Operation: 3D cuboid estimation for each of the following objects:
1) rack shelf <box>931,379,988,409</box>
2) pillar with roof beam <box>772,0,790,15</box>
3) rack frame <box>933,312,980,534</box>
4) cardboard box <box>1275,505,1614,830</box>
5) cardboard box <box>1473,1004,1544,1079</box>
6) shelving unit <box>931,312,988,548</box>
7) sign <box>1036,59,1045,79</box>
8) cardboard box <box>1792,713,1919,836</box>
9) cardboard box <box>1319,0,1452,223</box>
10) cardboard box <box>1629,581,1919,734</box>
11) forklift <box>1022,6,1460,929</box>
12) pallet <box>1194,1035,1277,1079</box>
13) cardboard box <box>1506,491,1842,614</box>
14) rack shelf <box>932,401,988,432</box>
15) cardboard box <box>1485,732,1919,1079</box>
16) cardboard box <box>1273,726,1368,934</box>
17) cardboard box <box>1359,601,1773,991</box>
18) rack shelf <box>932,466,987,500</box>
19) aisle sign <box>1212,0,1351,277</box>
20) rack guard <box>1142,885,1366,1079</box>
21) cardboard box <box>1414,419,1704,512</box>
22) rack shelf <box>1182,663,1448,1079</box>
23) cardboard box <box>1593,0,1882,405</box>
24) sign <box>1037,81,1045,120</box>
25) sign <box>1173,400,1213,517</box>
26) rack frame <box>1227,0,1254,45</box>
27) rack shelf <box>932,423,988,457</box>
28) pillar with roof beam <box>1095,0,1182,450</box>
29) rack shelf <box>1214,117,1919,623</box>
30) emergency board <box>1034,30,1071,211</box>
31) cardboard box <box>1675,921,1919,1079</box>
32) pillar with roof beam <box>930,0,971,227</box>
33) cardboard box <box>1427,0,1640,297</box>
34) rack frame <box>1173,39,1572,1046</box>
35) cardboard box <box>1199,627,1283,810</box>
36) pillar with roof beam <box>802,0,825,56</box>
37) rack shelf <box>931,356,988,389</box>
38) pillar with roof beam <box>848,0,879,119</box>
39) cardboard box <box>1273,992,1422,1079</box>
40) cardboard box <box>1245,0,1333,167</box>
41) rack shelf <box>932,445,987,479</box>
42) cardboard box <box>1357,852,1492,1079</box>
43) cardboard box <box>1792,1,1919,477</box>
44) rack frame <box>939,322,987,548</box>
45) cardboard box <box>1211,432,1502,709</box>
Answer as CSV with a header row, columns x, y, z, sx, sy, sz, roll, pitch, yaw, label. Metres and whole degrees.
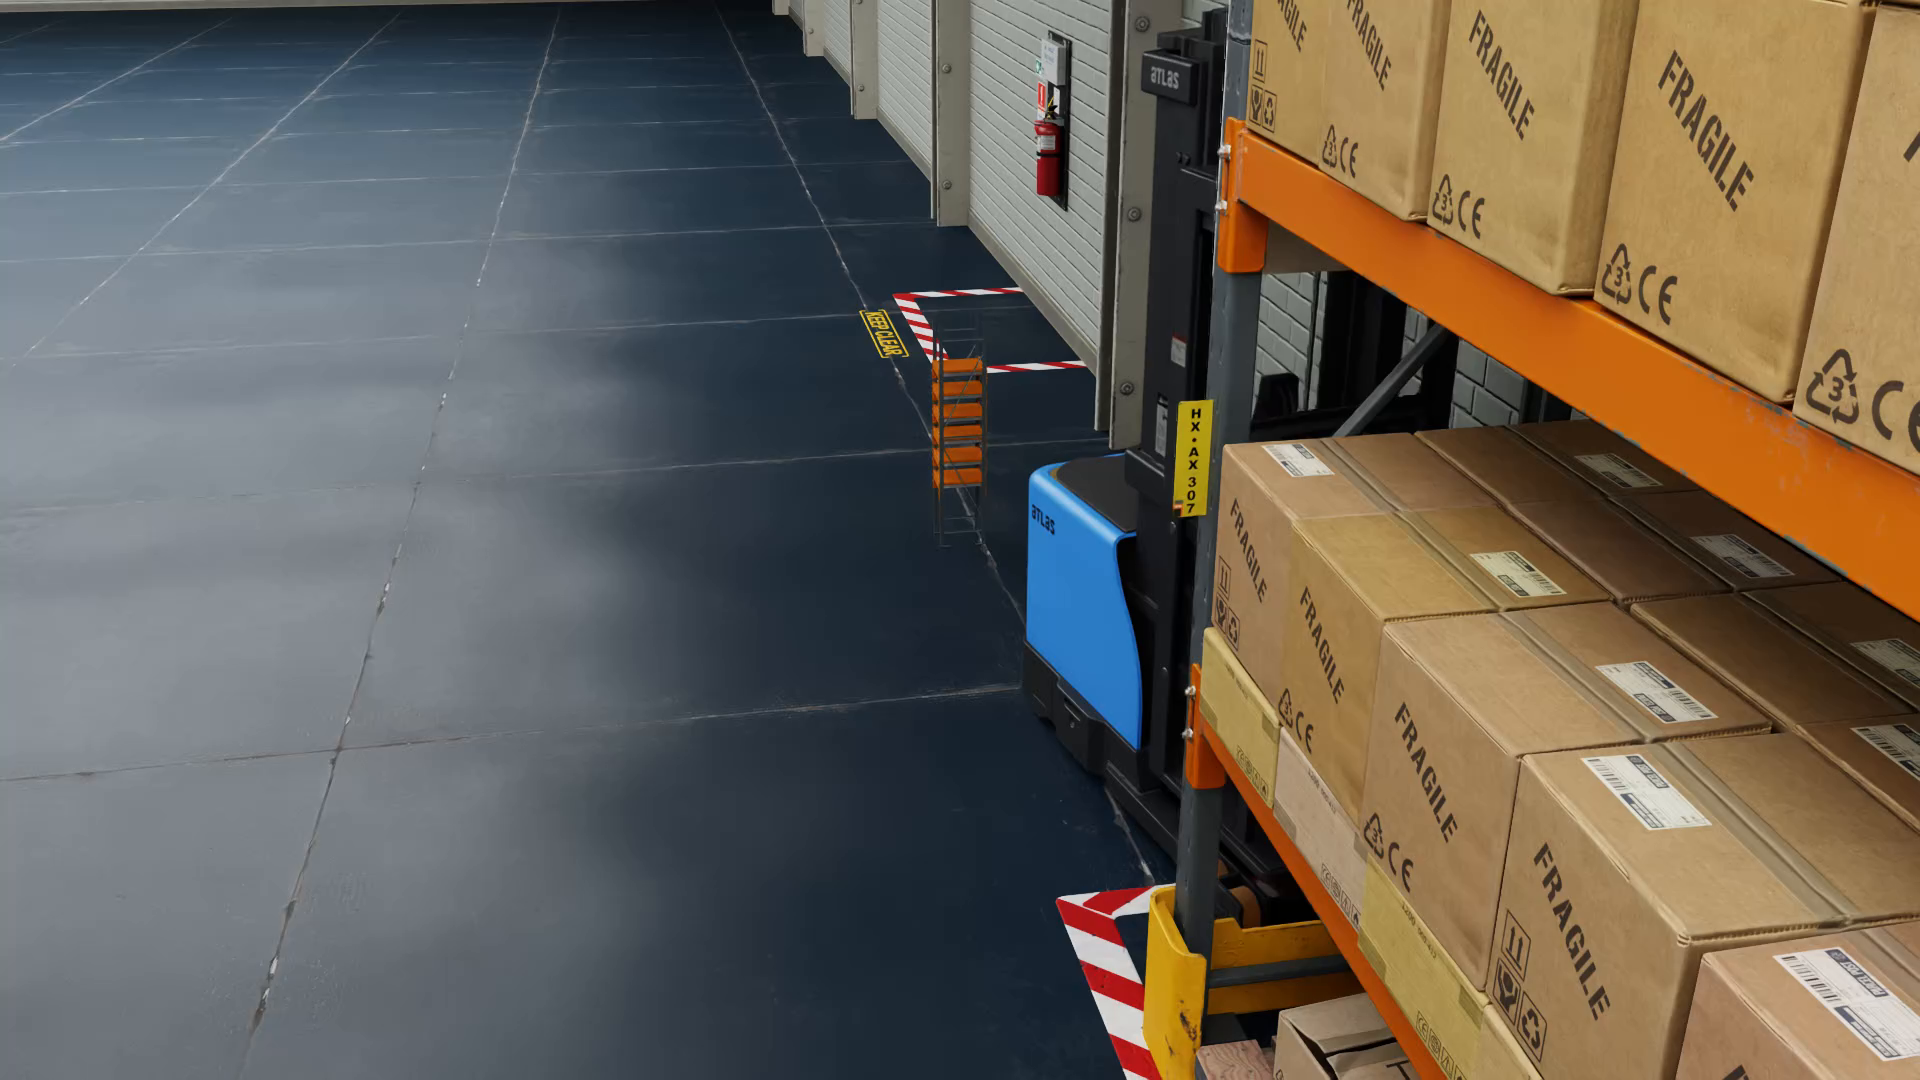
x,y,z,sx,sy,sz,roll,pitch,yaw,label
-0.003,-0.735,8.445,0.258,0.103,0.180,-4,24,-10,rack shelf
-7.645,-13.877,29.280,9.100,9.000,0.400,-4,24,-10,pillar with roof beam
-0.020,-0.592,8.605,0.240,1.200,0.006,-4,24,-10,rack frame
1.028,0.263,3.625,0.500,0.500,0.500,-4,24,-10,cardboard box
1.222,1.020,2.828,0.500,0.250,0.500,-4,24,-9,cardboard box
-0.003,-0.556,8.523,0.258,1.200,0.189,-4,24,-10,shelving unit
0.596,-3.463,12.225,0.001,0.109,0.331,-4,24,-10,sign
1.726,0.628,2.790,0.500,0.500,0.500,-4,24,-9,cardboard box
1.034,-0.923,3.219,0.500,0.500,0.500,-3,24,-6,cardboard box
1.633,0.430,3.244,0.500,0.500,0.500,-5,24,-11,cardboard box
1.304,-0.189,5.522,1.130,2.935,3.031,-10,25,-21,forklift
1.283,1.772,4.428,1.003,0.211,1.213,-4,24,-10,pallet
1.533,0.227,3.709,0.500,0.500,0.500,-4,24,-9,cardboard box
-0.003,-0.625,8.493,0.258,0.103,0.180,-4,24,-10,rack shelf
1.225,0.669,2.695,0.500,0.500,0.500,-4,24,-8,cardboard box
1.042,0.621,3.744,0.500,0.250,0.500,-5,24,-11,cardboard box
1.118,0.467,3.158,0.500,0.500,0.500,-5,24,-11,cardboard box
-0.003,-0.295,8.637,0.258,0.103,0.180,-4,24,-10,rack shelf
0.846,-1.055,4.170,0.394,0.787,0.004,-4,24,-10,aisle sign
1.168,1.318,5.108,1.175,0.500,0.348,-4,24,-10,rack guard
1.450,0.028,4.164,0.500,0.500,0.500,-5,24,-10,cardboard box
1.524,1.259,3.019,1.077,0.370,4.000,-4,24,-10,rack shelf
1.254,-0.510,2.273,0.500,0.500,0.500,-3,24,-6,cardboard box
0.604,-3.223,12.336,0.001,0.329,0.234,-4,24,-10,sign
0.621,-0.214,4.411,0.100,0.325,0.005,-4,24,-10,sign
1.154,-2.607,3.476,1.000,3.000,0.127,-4,24,-10,rack frame
-0.003,-0.515,8.541,0.258,0.103,0.180,-4,24,-10,rack shelf
-3.207,-4.437,7.666,9.100,9.000,0.400,-4,24,-10,pillar with roof beam
1.524,-0.116,2.419,1.077,0.370,4.000,-4,24,-10,rack shelf
0.604,-2.981,11.828,0.194,1.169,0.643,-4,24,-10,emergency board
1.322,0.874,2.227,0.500,0.500,0.500,-5,24,-11,cardboard box
-4.316,-6.797,13.070,9.100,9.000,0.400,-4,24,-10,pillar with roof beam
1.134,-0.719,2.752,0.500,0.500,0.500,-3,24,-7,cardboard box
1.154,0.142,4.676,1.000,3.000,0.127,-4,24,-10,rack frame
0.932,0.417,4.209,0.500,0.250,0.500,-5,24,-11,cardboard box
-6.535,-11.517,23.877,9.100,9.000,0.400,-4,24,-10,pillar with roof beam
-0.003,-0.845,8.397,0.258,0.103,0.180,-4,24,-10,rack shelf
-5.426,-9.157,18.473,9.100,9.000,0.400,-4,24,-10,pillar with roof beam
1.193,1.452,4.488,0.500,0.311,0.500,-7,25,-16,cardboard box
0.970,-1.137,3.708,0.500,0.500,0.500,-4,24,-8,cardboard box
-0.003,-0.405,8.589,0.258,0.103,0.180,-4,24,-10,rack shelf
1.130,0.821,3.284,0.500,0.250,0.500,-5,24,-11,cardboard box
1.337,-0.309,1.813,0.500,0.500,0.500,-5,24,-12,cardboard box
0.014,-0.520,8.440,0.240,1.200,0.006,-4,24,-10,rack frame
0.947,0.068,4.071,0.500,0.500,0.500,-4,24,-10,cardboard box
